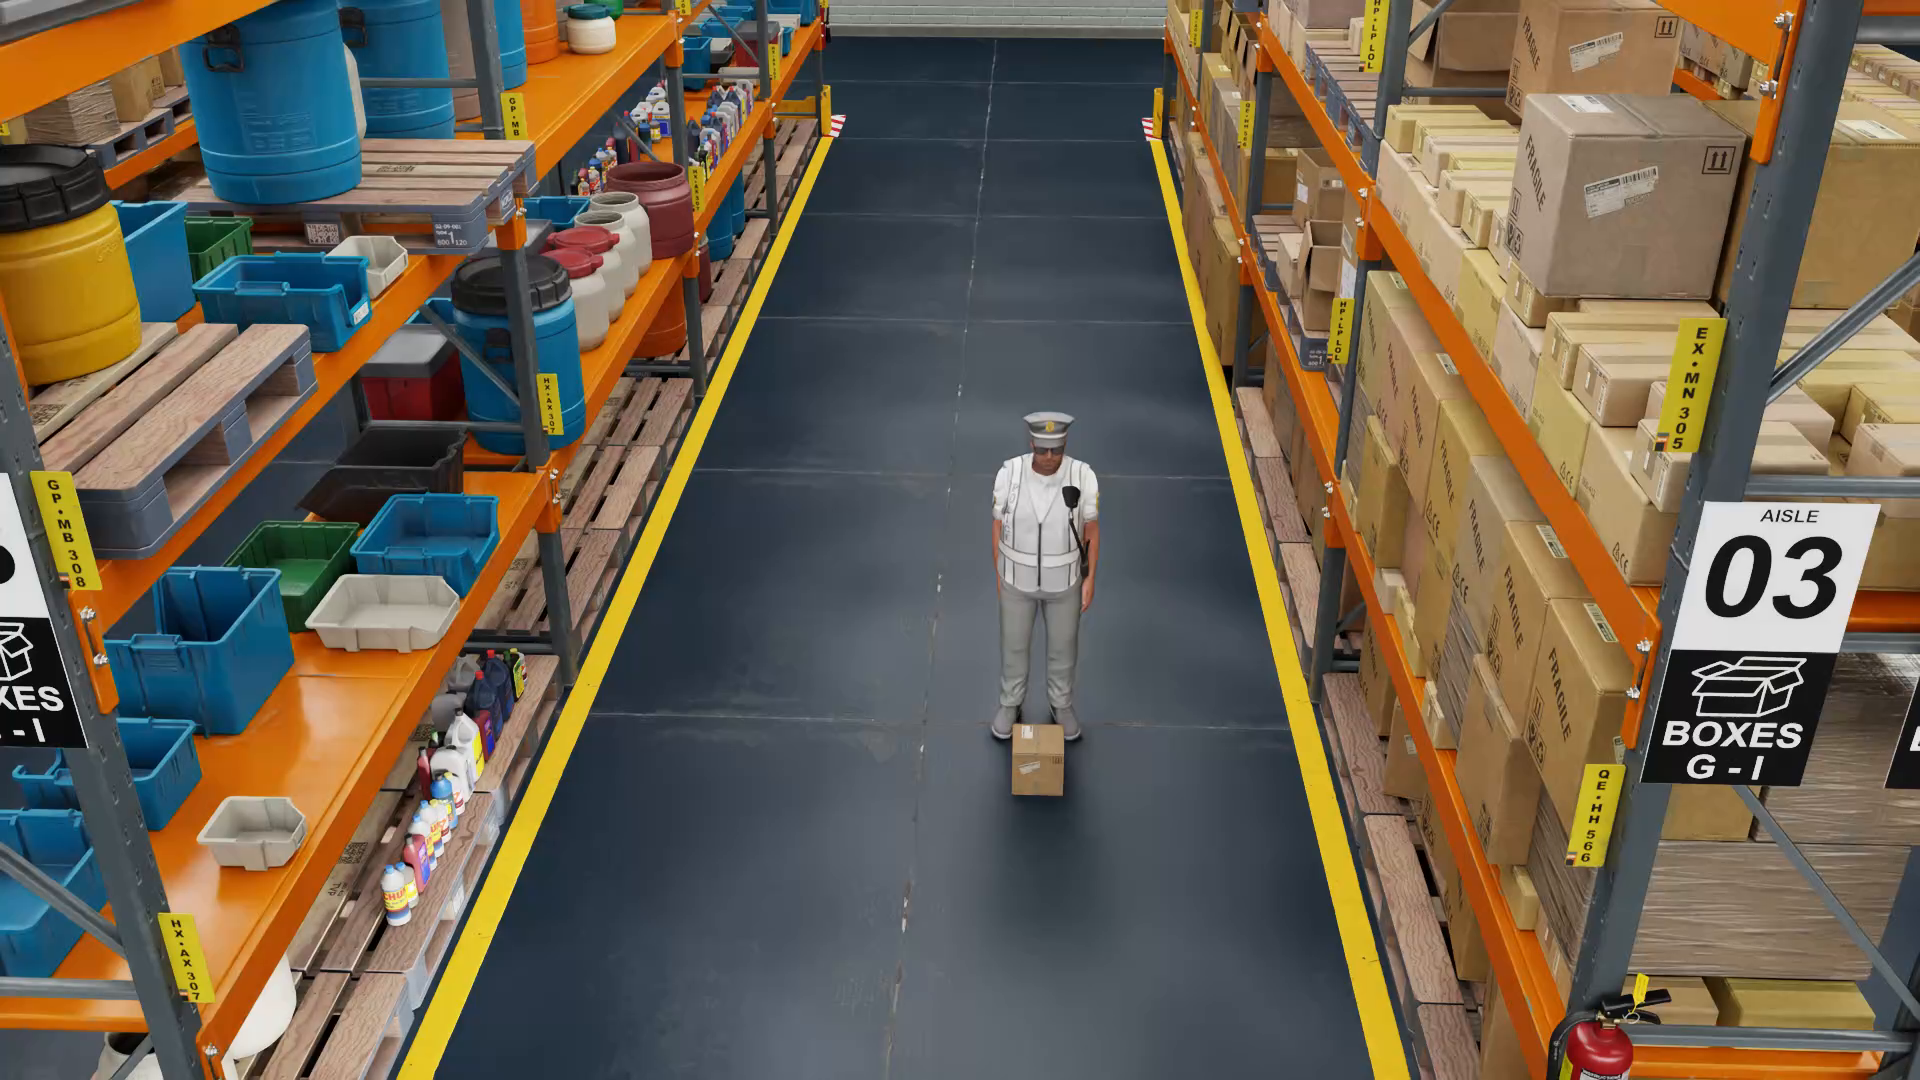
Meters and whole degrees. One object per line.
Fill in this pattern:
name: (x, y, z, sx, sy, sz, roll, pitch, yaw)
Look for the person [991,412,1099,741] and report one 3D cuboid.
person: (0.420, 0.181, 8.262, 0.530, 1.761, 0.395, 2, 28, 3)
